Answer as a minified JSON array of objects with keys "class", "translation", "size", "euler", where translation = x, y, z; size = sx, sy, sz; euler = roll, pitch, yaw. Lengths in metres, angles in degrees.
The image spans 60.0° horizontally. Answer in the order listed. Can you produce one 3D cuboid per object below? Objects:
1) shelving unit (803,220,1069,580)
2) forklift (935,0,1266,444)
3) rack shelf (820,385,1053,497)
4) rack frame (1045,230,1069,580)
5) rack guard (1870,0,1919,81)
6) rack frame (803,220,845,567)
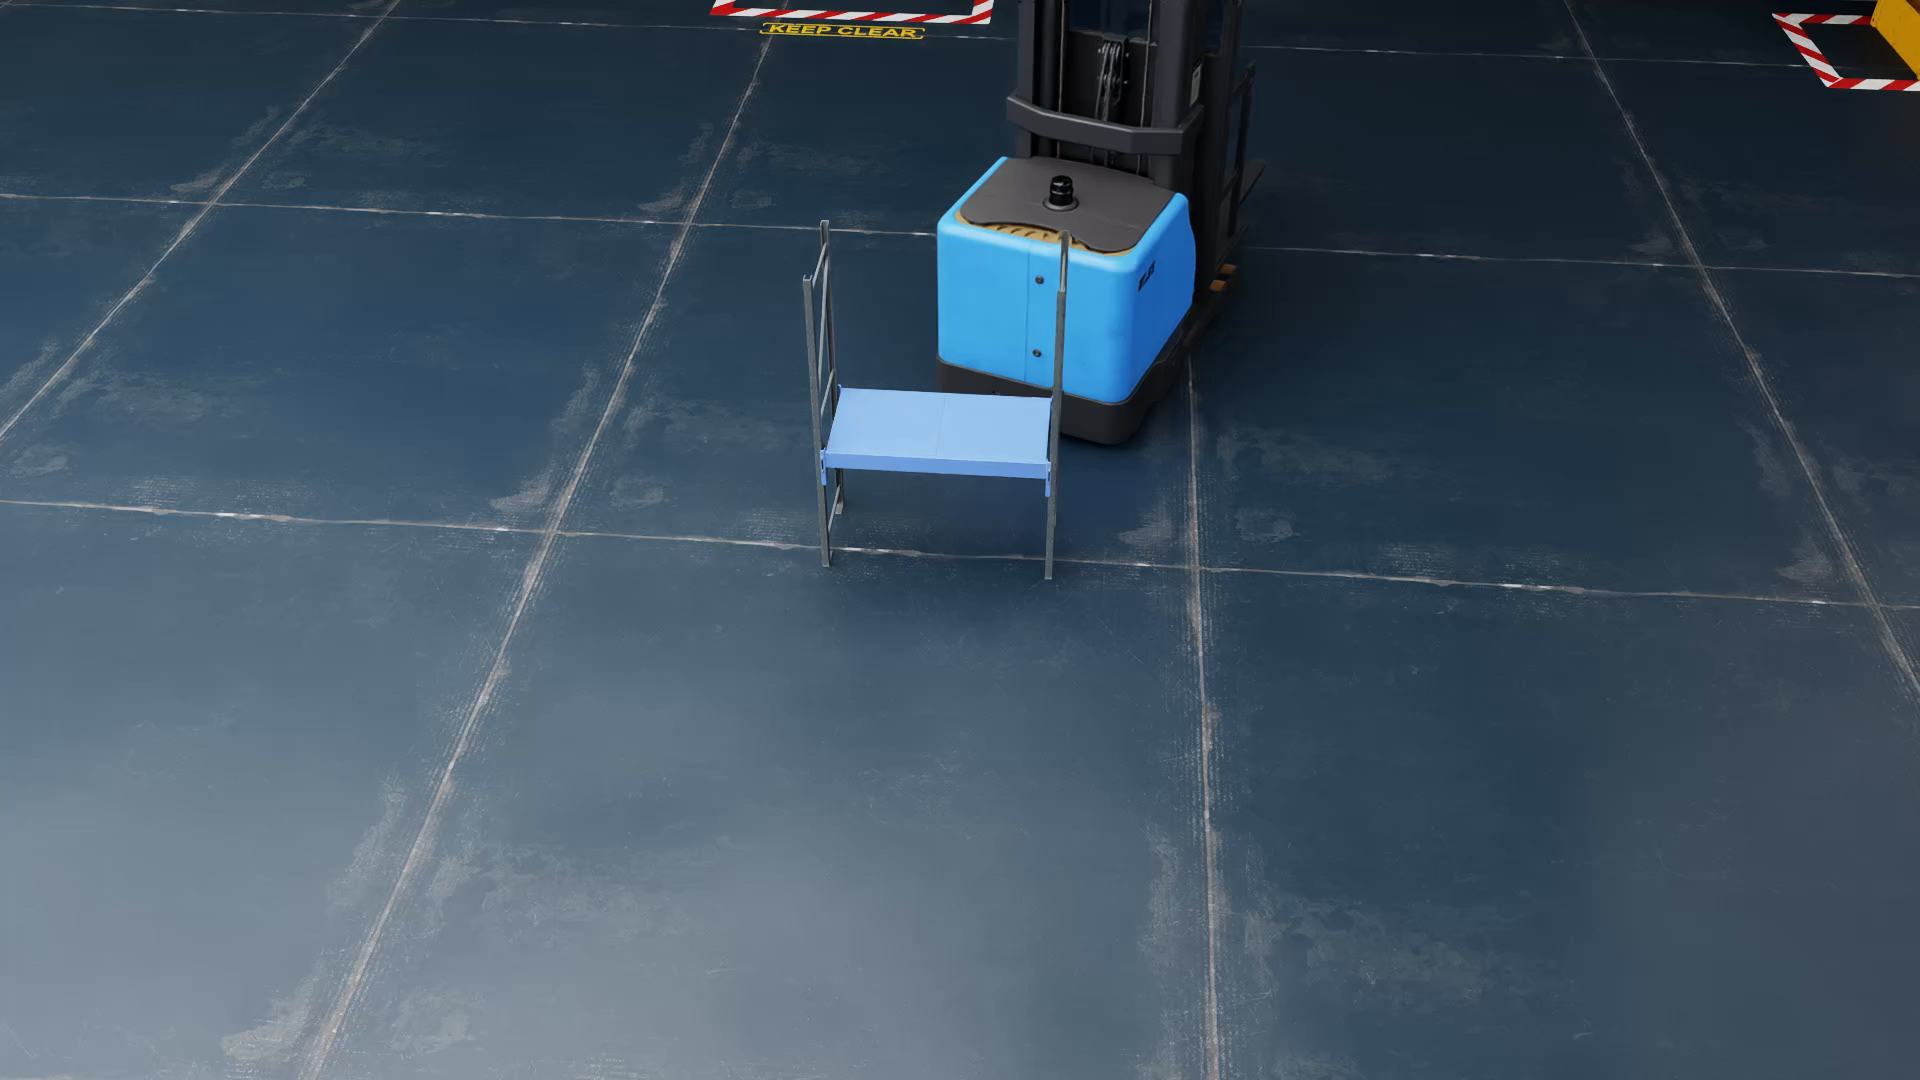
[{"class":"shelving unit","translation":[-0.085,-0.586,7.282],"size":[1.048,1.500,0.538],"euler":[3,39,4]},{"class":"forklift","translation":[0.953,-2.537,8.545],"size":[1.130,2.935,3.031],"euler":[16,42,19]},{"class":"rack shelf","translation":[-0.085,-0.447,7.396],"size":[1.000,0.185,0.538],"euler":[3,39,4]},{"class":"rack frame","translation":[0.421,-0.559,7.248],"size":[0.032,1.500,0.500],"euler":[3,39,4]},{"class":"rack guard","translation":[6.986,-3.748,11.959],"size":[0.348,0.500,1.175],"euler":[3,39,4]},{"class":"rack frame","translation":[-0.591,-0.614,7.316],"size":[0.032,1.500,0.500],"euler":[3,39,4]}]
